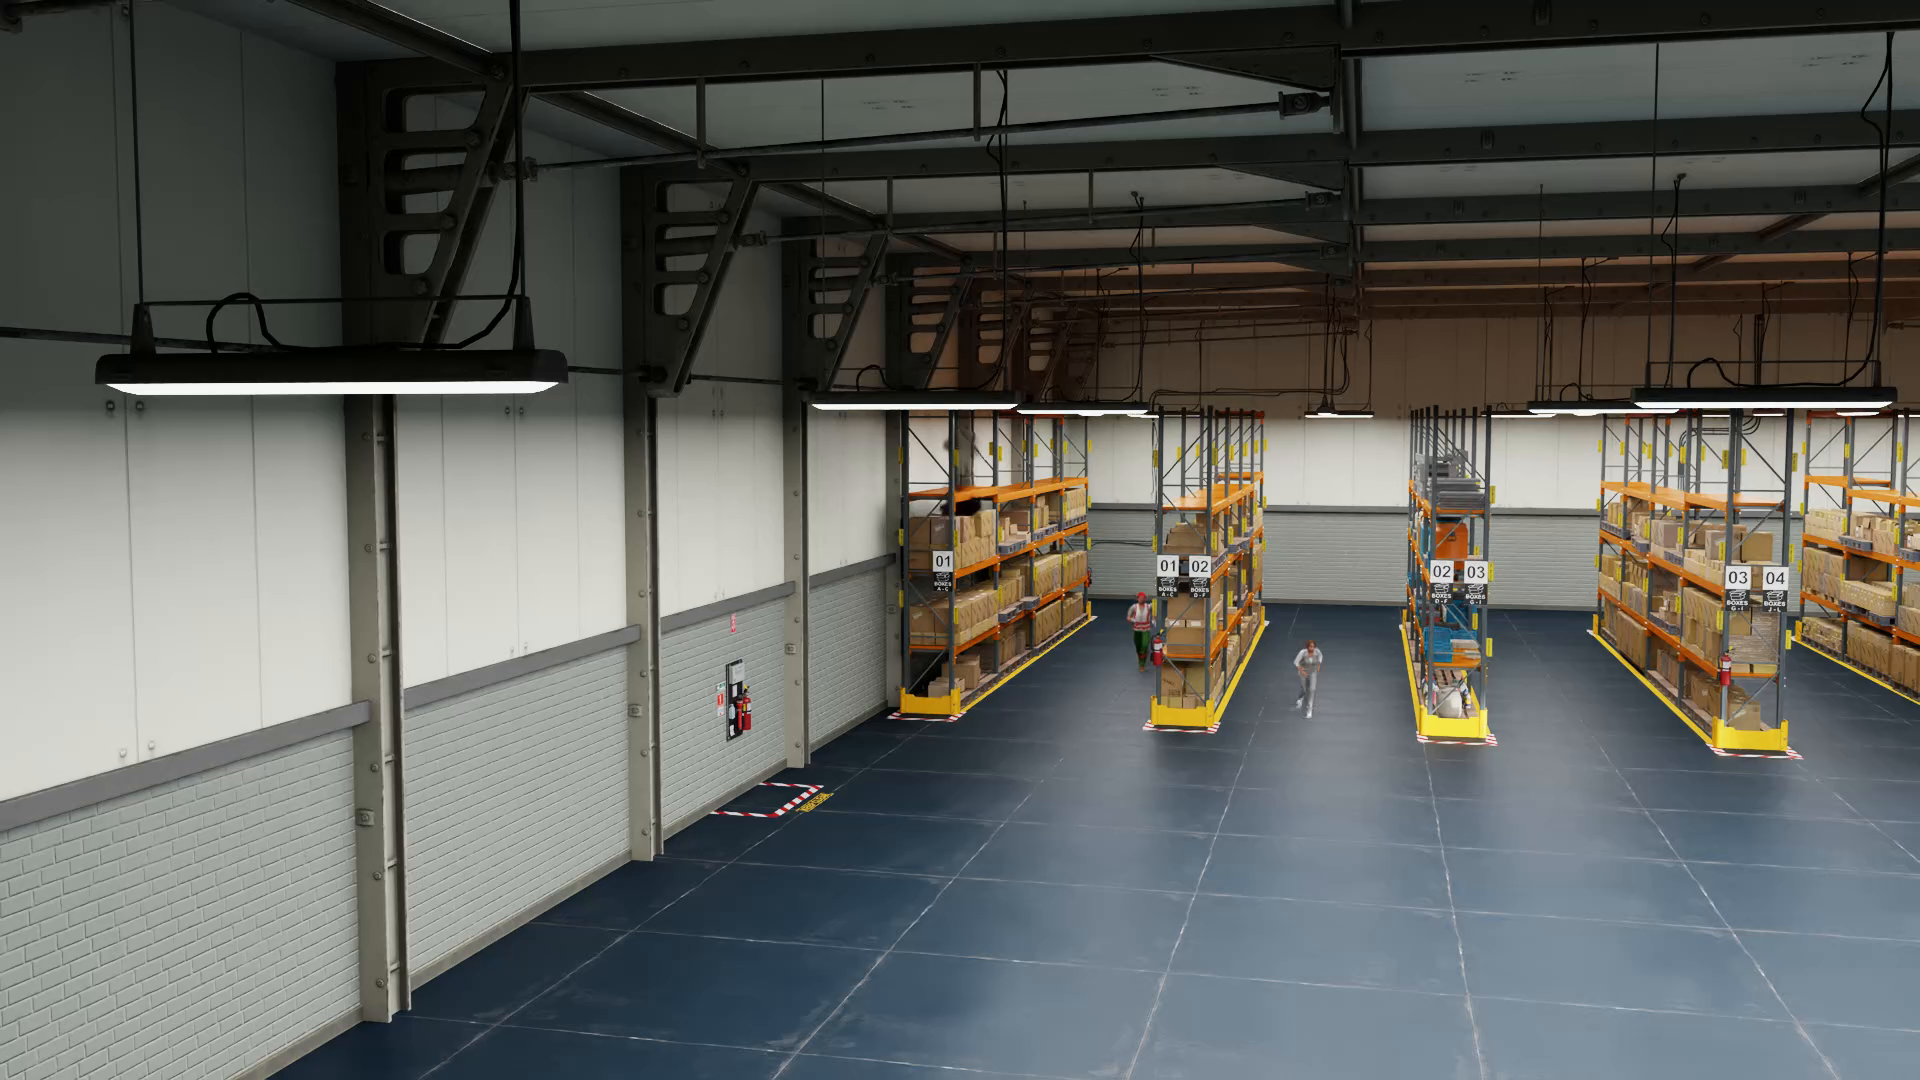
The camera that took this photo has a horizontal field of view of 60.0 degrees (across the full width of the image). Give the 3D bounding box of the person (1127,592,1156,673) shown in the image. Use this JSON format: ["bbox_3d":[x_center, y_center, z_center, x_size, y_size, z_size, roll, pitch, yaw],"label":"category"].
[{"bbox_3d":[4.160,2.091,38.157,0.640,1.811,0.991,1,4,10],"label":"person"}]

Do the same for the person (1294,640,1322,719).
[{"bbox_3d":[6.730,2.662,32.326,0.572,1.547,0.916,0,4,-7],"label":"person"}]
